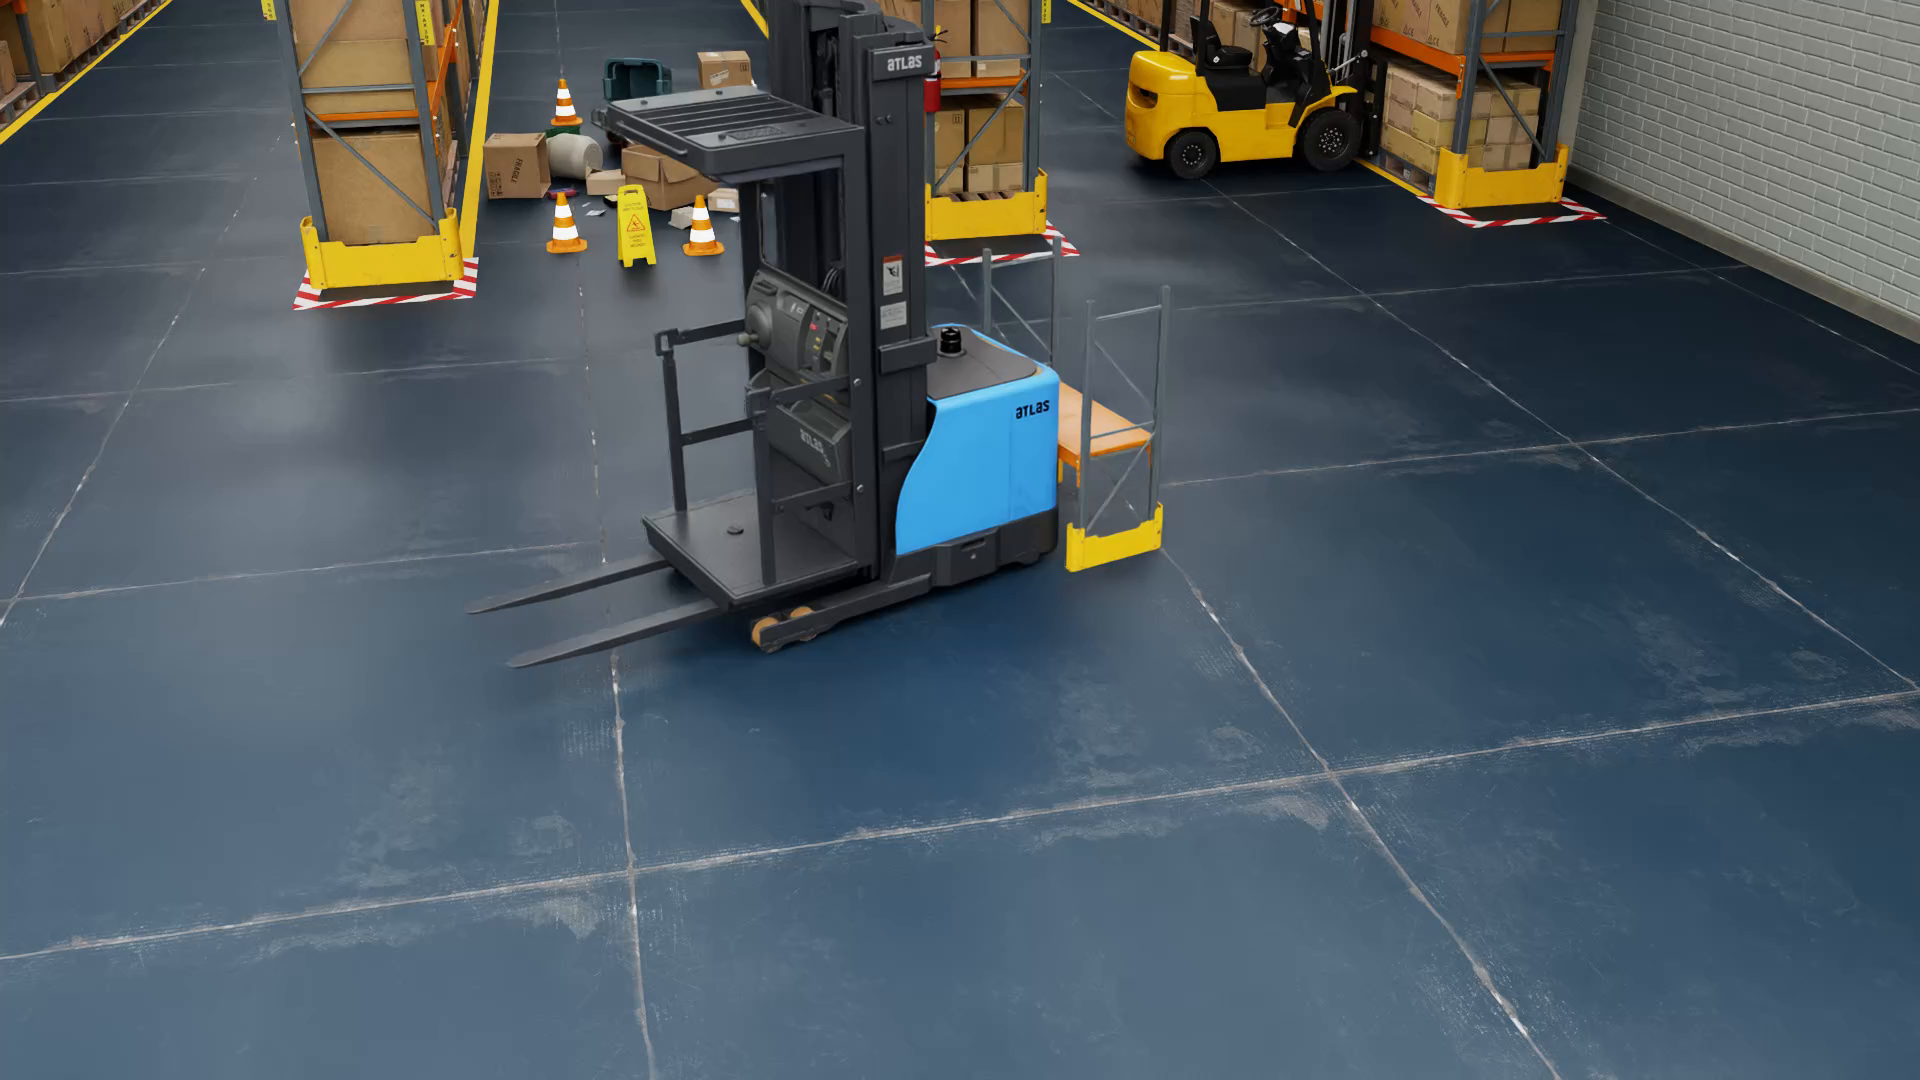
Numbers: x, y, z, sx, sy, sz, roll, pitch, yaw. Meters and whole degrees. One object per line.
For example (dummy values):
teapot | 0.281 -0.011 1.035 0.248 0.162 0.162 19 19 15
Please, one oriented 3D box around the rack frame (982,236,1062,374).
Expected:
rack frame | 0.344 -0.969 9.506 0.500 1.500 0.032 -14 30 -26

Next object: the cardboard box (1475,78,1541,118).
cardboard box | 5.089 -4.156 15.631 0.500 0.250 0.500 -6 27 -12

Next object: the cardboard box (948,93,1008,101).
cardboard box | 0.137 -3.930 15.461 0.500 0.500 0.500 -7 28 -14

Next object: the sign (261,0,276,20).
sign | -5.154 -4.041 12.378 0.100 0.325 0.005 -6 27 -12

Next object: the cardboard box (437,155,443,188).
cardboard box | -5.040 -3.383 14.515 0.875 0.875 0.875 -6 27 -12

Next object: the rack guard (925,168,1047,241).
rack guard | 0.160 -2.931 14.503 1.175 0.500 0.348 -6 27 -12

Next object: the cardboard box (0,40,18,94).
cardboard box | -11.110 -5.308 18.723 0.700 0.500 0.500 -7 28 -14

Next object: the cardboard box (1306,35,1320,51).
cardboard box | 4.020 -5.212 17.723 0.500 0.250 0.500 -6 27 -12

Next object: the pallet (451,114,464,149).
pallet | -5.771 -4.309 17.553 1.003 0.211 1.213 -6 27 -12

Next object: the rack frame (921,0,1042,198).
rack frame | 0.177 -4.014 13.874 1.000 3.000 0.127 -6 27 -12

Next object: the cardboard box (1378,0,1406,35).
cardboard box | 4.422 -5.207 16.127 0.500 0.500 0.500 -6 27 -13

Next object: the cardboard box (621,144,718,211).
cardboard box | -2.685 -3.413 15.454 0.637 0.503 0.797 19 32 32

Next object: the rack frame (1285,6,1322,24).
rack frame | 4.111 -6.276 18.354 1.000 3.000 0.127 -6 27 -12

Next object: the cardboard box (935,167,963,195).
cardboard box | -0.272 -3.312 15.068 0.500 0.250 0.500 -6 27 -12

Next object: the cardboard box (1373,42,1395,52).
cardboard box | 4.640 -5.041 17.385 0.500 0.250 0.500 -6 27 -11

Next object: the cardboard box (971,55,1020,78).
cardboard box | 0.303 -4.072 14.267 0.380 0.149 0.250 -6 27 -11

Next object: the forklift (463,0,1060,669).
forklift | -0.976 -1.030 8.038 3.031 2.935 1.130 -17 31 -30

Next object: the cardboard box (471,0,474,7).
cardboard box | -6.459 -6.935 21.137 0.500 0.250 0.500 -6 27 -12

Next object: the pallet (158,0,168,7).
pallet | -12.827 -8.444 25.745 1.003 0.211 1.213 -6 27 -12

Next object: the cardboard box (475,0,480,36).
cardboard box | -6.573 -6.832 21.765 0.500 0.500 0.500 -7 28 -13

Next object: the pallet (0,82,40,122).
pallet | -11.106 -4.932 18.786 1.003 0.211 1.213 -6 27 -12

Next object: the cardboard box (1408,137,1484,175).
cardboard box | 4.599 -3.654 15.745 0.500 0.250 0.500 -6 27 -11

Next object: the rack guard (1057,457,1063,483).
rack guard | 0.345 -0.411 9.786 0.587 0.250 0.087 -14 30 -26

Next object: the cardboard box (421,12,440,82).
cardboard box | -4.899 -4.190 14.056 0.875 0.550 0.550 -6 27 -12

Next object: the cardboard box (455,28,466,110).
cardboard box | -5.965 -5.093 18.043 1.050 0.750 0.750 -6 27 -12

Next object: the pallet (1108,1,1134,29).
pallet | 2.807 -7.653 24.178 1.003 0.211 1.213 -6 27 -12

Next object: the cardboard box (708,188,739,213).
cardboard box | -2.086 -3.111 15.249 0.380 0.149 0.250 8 28 15

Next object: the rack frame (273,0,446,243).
rack frame | -4.622 -3.467 12.790 1.000 3.000 0.127 -6 27 -12

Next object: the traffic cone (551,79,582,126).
traffic cone | -4.355 -4.832 18.311 0.336 0.463 0.334 -6 27 -12

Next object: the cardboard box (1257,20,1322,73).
cardboard box | 3.983 -5.631 19.247 0.875 0.625 0.625 -5 27 -9

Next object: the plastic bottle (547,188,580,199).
plastic bottle | -3.732 -3.265 15.651 0.283 0.061 0.133 -16 31 -29

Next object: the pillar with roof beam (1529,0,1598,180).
pillar with roof beam | 1.540 -7.158 13.444 9.100 9.000 0.400 -6 27 -12

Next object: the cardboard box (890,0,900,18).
cardboard box | -0.322 -4.622 14.637 0.500 0.500 0.500 -6 27 -11

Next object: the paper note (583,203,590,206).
paper note | -3.459 -3.105 15.391 0.032 0.001 0.123 8 28 15

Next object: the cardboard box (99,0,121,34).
cardboard box | -12.018 -7.236 22.148 1.225 0.875 0.875 -6 27 -11

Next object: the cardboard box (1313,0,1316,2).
cardboard box | 3.957 -6.099 17.893 0.500 0.500 0.500 -7 28 -13

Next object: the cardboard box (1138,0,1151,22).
cardboard box | 2.802 -7.488 23.064 0.500 0.500 0.500 -6 27 -12

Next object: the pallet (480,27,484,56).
pallet | -6.872 -6.612 22.115 1.003 0.211 1.213 -6 27 -12

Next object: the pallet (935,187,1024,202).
pallet | 0.012 -3.163 15.282 1.003 0.211 1.213 -6 27 -12

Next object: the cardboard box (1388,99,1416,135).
cardboard box | 4.496 -4.106 16.087 0.500 0.250 0.500 -6 27 -12

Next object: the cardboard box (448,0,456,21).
cardboard box | -5.380 -5.526 16.758 0.500 0.500 0.500 -6 27 -11

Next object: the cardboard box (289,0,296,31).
cardboard box | -4.882 -4.415 13.303 0.875 0.550 0.550 -6 27 -12

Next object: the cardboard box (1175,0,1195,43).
cardboard box | 3.337 -6.884 21.729 0.875 0.625 0.625 -5 27 -10

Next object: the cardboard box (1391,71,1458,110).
cardboard box | 4.484 -4.320 15.956 0.500 0.250 0.500 -5 27 -11

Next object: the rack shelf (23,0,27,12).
rack shelf | -11.731 -7.076 20.740 1.077 0.370 4.000 -6 27 -12

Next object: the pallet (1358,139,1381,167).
pallet | 4.528 -4.141 17.219 1.003 0.211 1.213 -6 27 -12

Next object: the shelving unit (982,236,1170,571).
shelving unit | 0.592 -0.774 9.119 0.587 1.500 1.083 -14 30 -26
